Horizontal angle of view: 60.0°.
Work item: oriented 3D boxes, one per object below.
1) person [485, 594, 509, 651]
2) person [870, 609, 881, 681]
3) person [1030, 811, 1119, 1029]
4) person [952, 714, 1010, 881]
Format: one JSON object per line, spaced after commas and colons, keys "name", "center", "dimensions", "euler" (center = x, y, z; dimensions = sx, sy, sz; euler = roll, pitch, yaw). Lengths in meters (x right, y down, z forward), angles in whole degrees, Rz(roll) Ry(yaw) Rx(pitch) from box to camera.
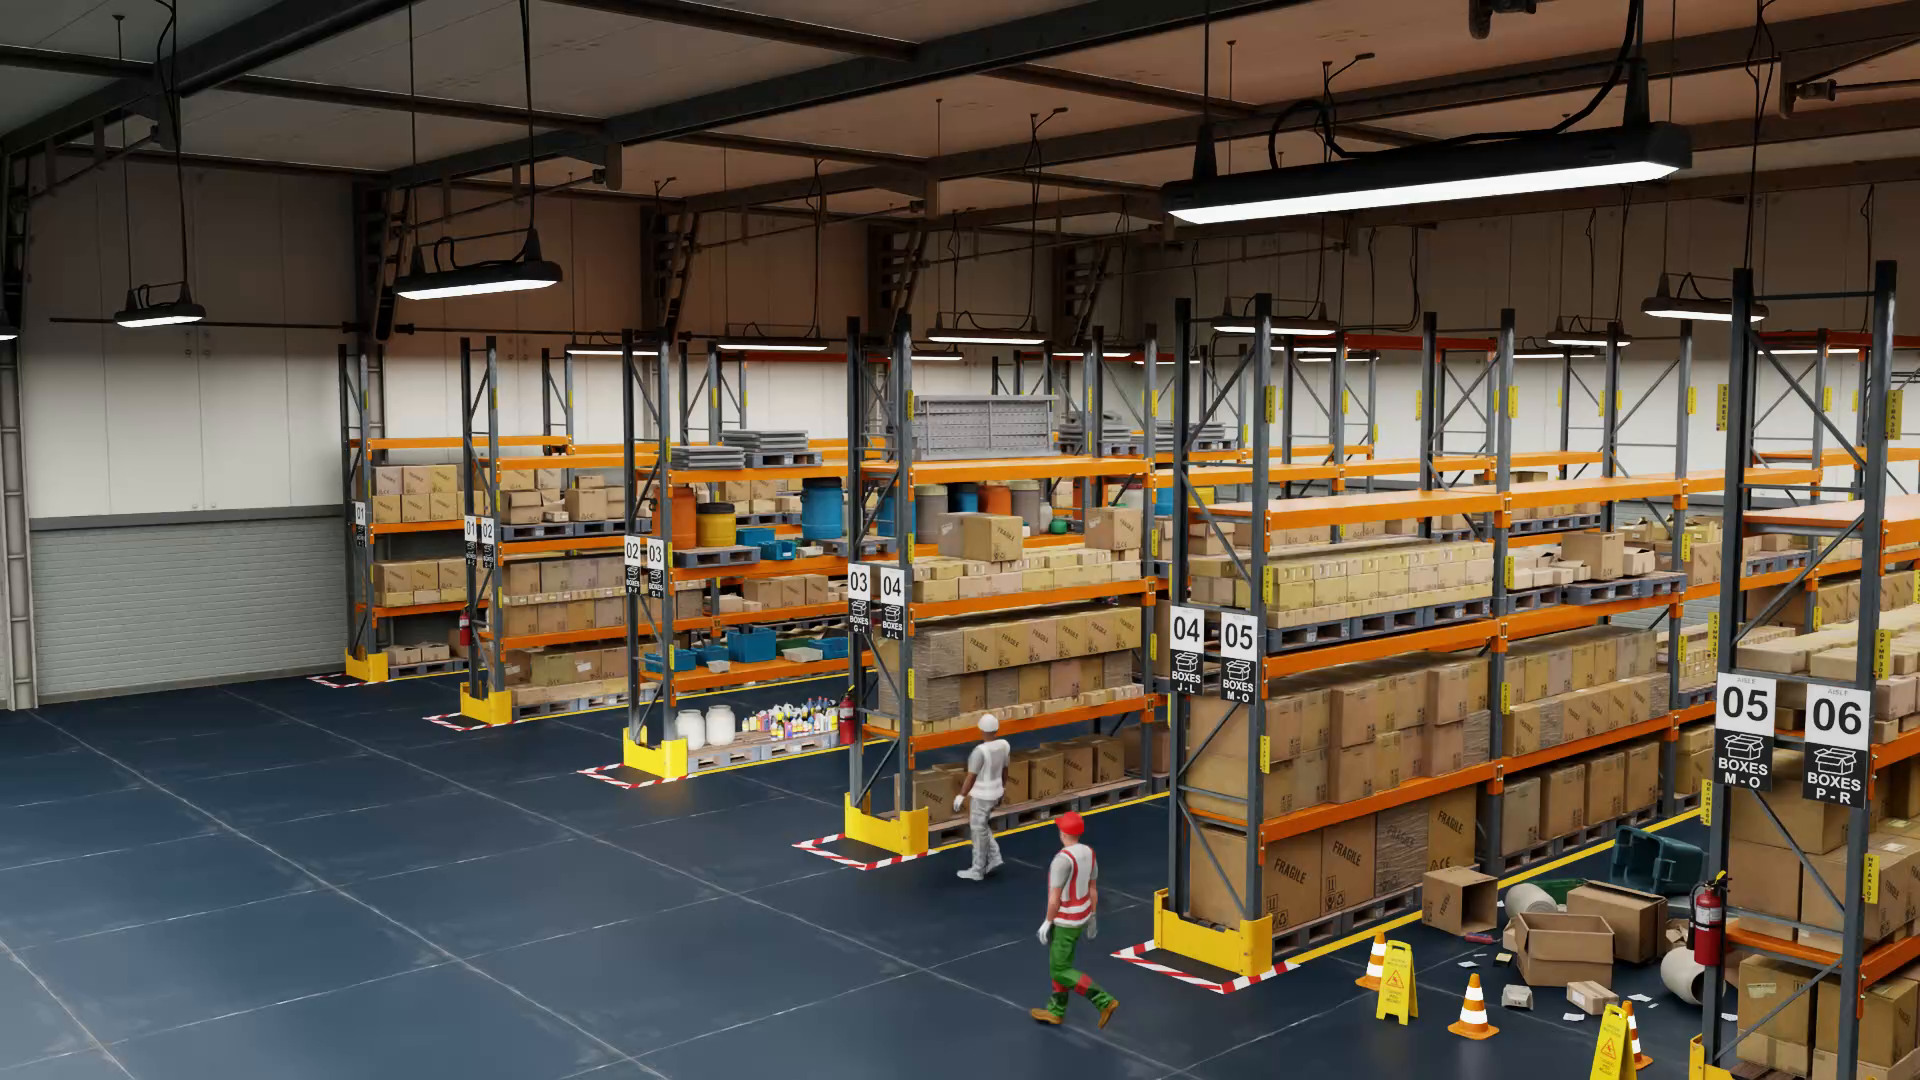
{"name": "person", "center": [-8.124, 1.711, 29.343], "dimensions": [0.528, 1.700, 0.392], "euler": [-3, 6, -33]}
{"name": "person", "center": [-1.312, 1.600, 29.349], "dimensions": [0.472, 1.799, 0.584], "euler": [4, 7, 41]}
{"name": "person", "center": [0.922, 3.075, 13.408], "dimensions": [0.817, 1.782, 0.507], "euler": [2, 5, 21]}
{"name": "person", "center": [0.223, 2.712, 17.569], "dimensions": [0.535, 1.790, 0.576], "euler": [2, 6, 22]}
